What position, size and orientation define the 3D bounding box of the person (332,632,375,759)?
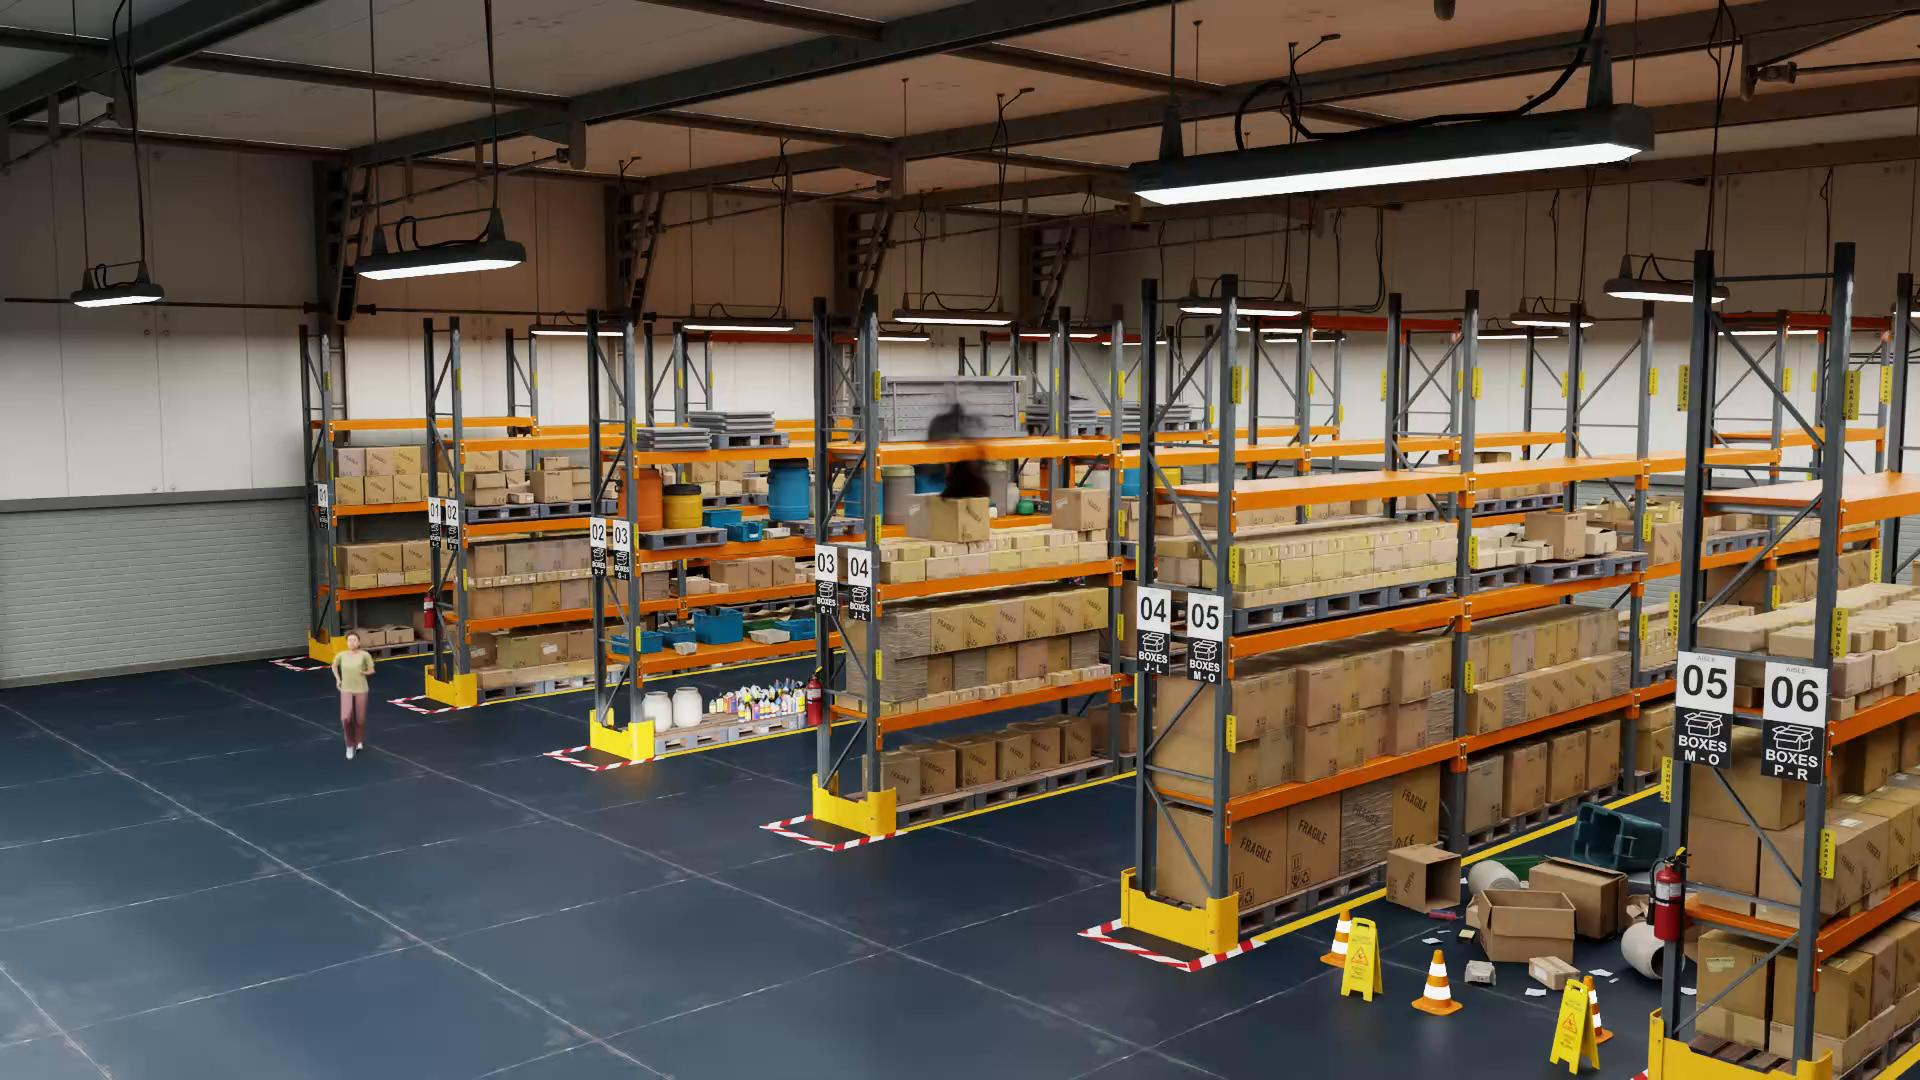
[{"bbox_3d":[-8.158,2.081,22.385,0.558,1.705,0.652,-2,6,-18],"label":"person"}]
